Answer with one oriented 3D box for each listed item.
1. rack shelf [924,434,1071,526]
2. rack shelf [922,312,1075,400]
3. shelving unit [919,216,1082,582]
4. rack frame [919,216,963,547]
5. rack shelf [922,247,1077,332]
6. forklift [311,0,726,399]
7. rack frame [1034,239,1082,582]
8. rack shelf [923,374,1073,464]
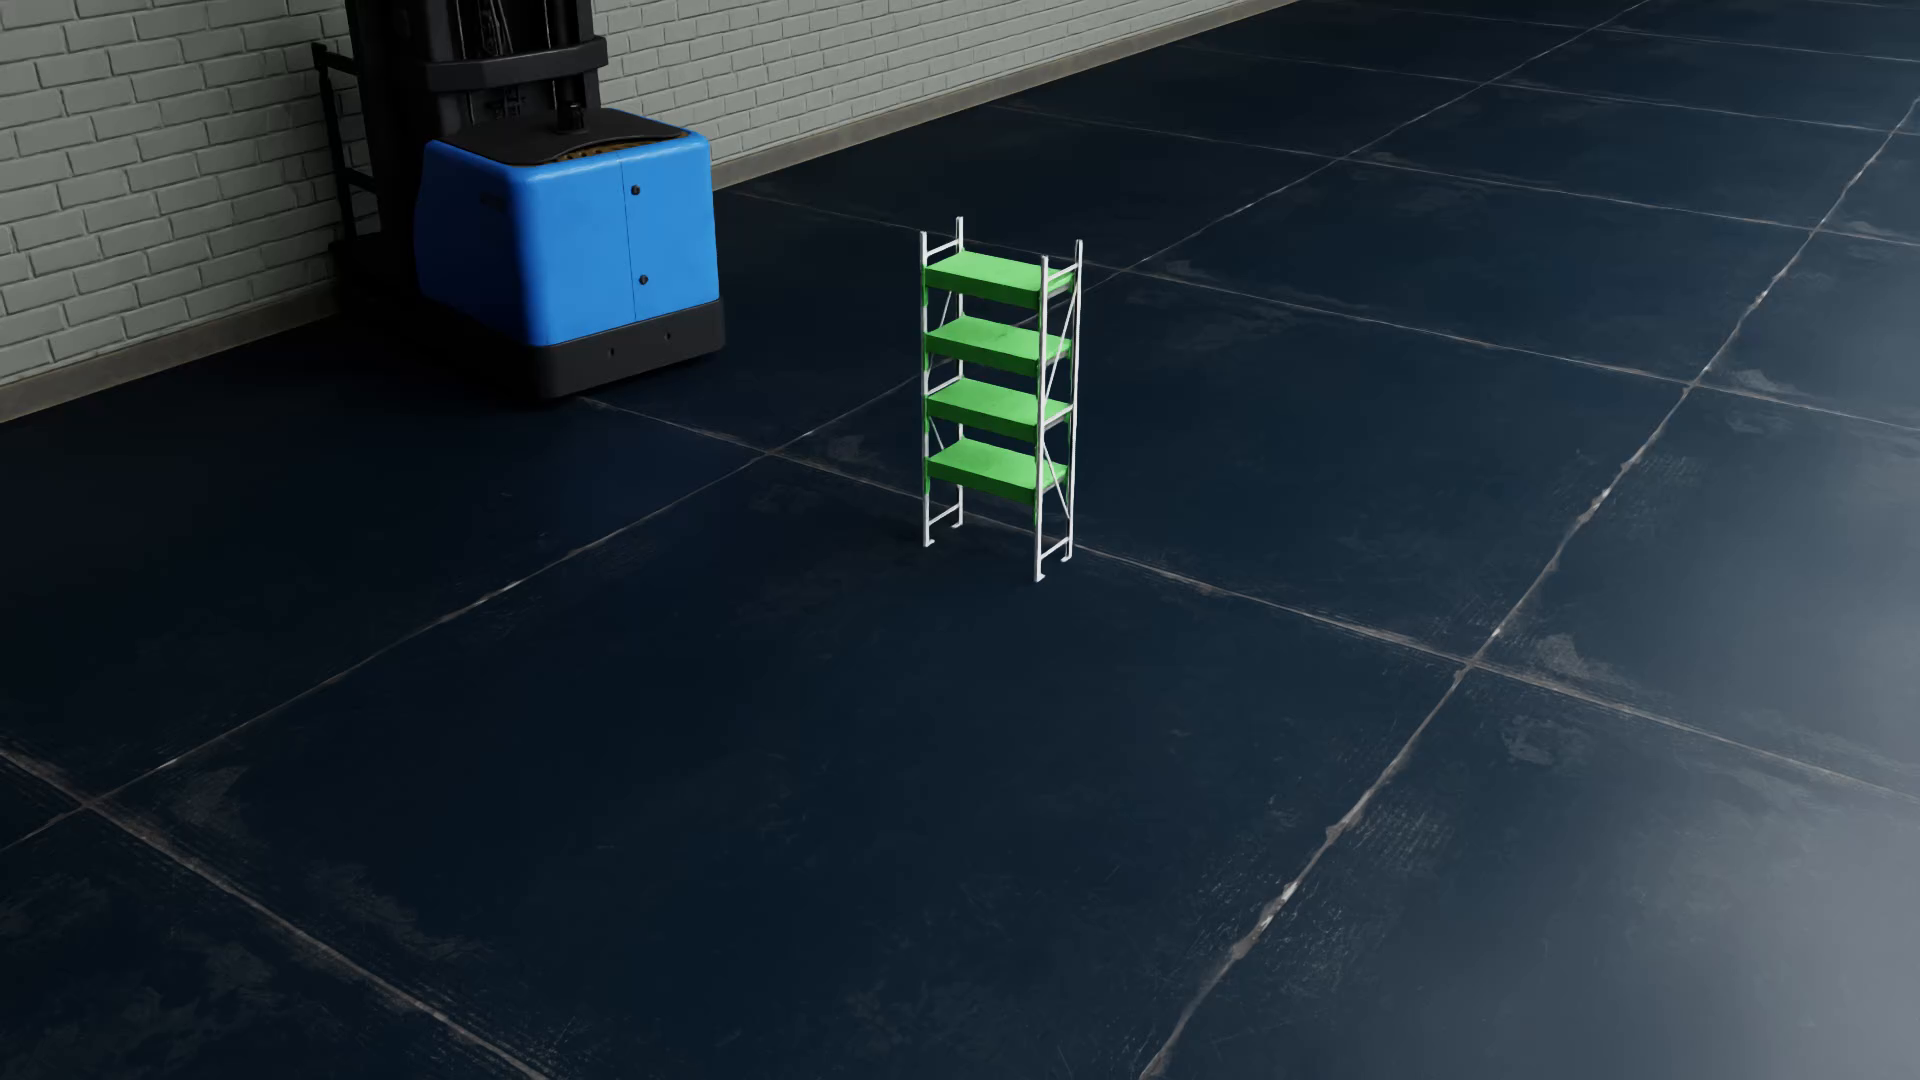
[{"bbox_3d":[0.136,-0.221,6.032,0.480,0.148,0.258,17,32,30],"label":"rack shelf"},{"bbox_3d":[0.136,-0.649,5.814,0.480,0.148,0.258,17,32,30],"label":"rack shelf"},{"bbox_3d":[0.136,-0.492,5.894,0.503,1.200,0.258,17,32,30],"label":"shelving unit"},{"bbox_3d":[-0.065,-0.555,6.017,0.015,1.200,0.240,17,32,30],"label":"rack frame"},{"bbox_3d":[0.136,-0.863,5.706,0.480,0.148,0.258,17,32,30],"label":"rack shelf"},{"bbox_3d":[-2.489,-2.505,7.941,1.130,2.935,3.031,-23,35,-38],"label":"forklift"},{"bbox_3d":[0.338,-0.430,5.771,0.015,1.200,0.240,17,32,30],"label":"rack frame"},{"bbox_3d":[0.136,-0.435,5.923,0.480,0.148,0.258,17,32,30],"label":"rack shelf"}]
